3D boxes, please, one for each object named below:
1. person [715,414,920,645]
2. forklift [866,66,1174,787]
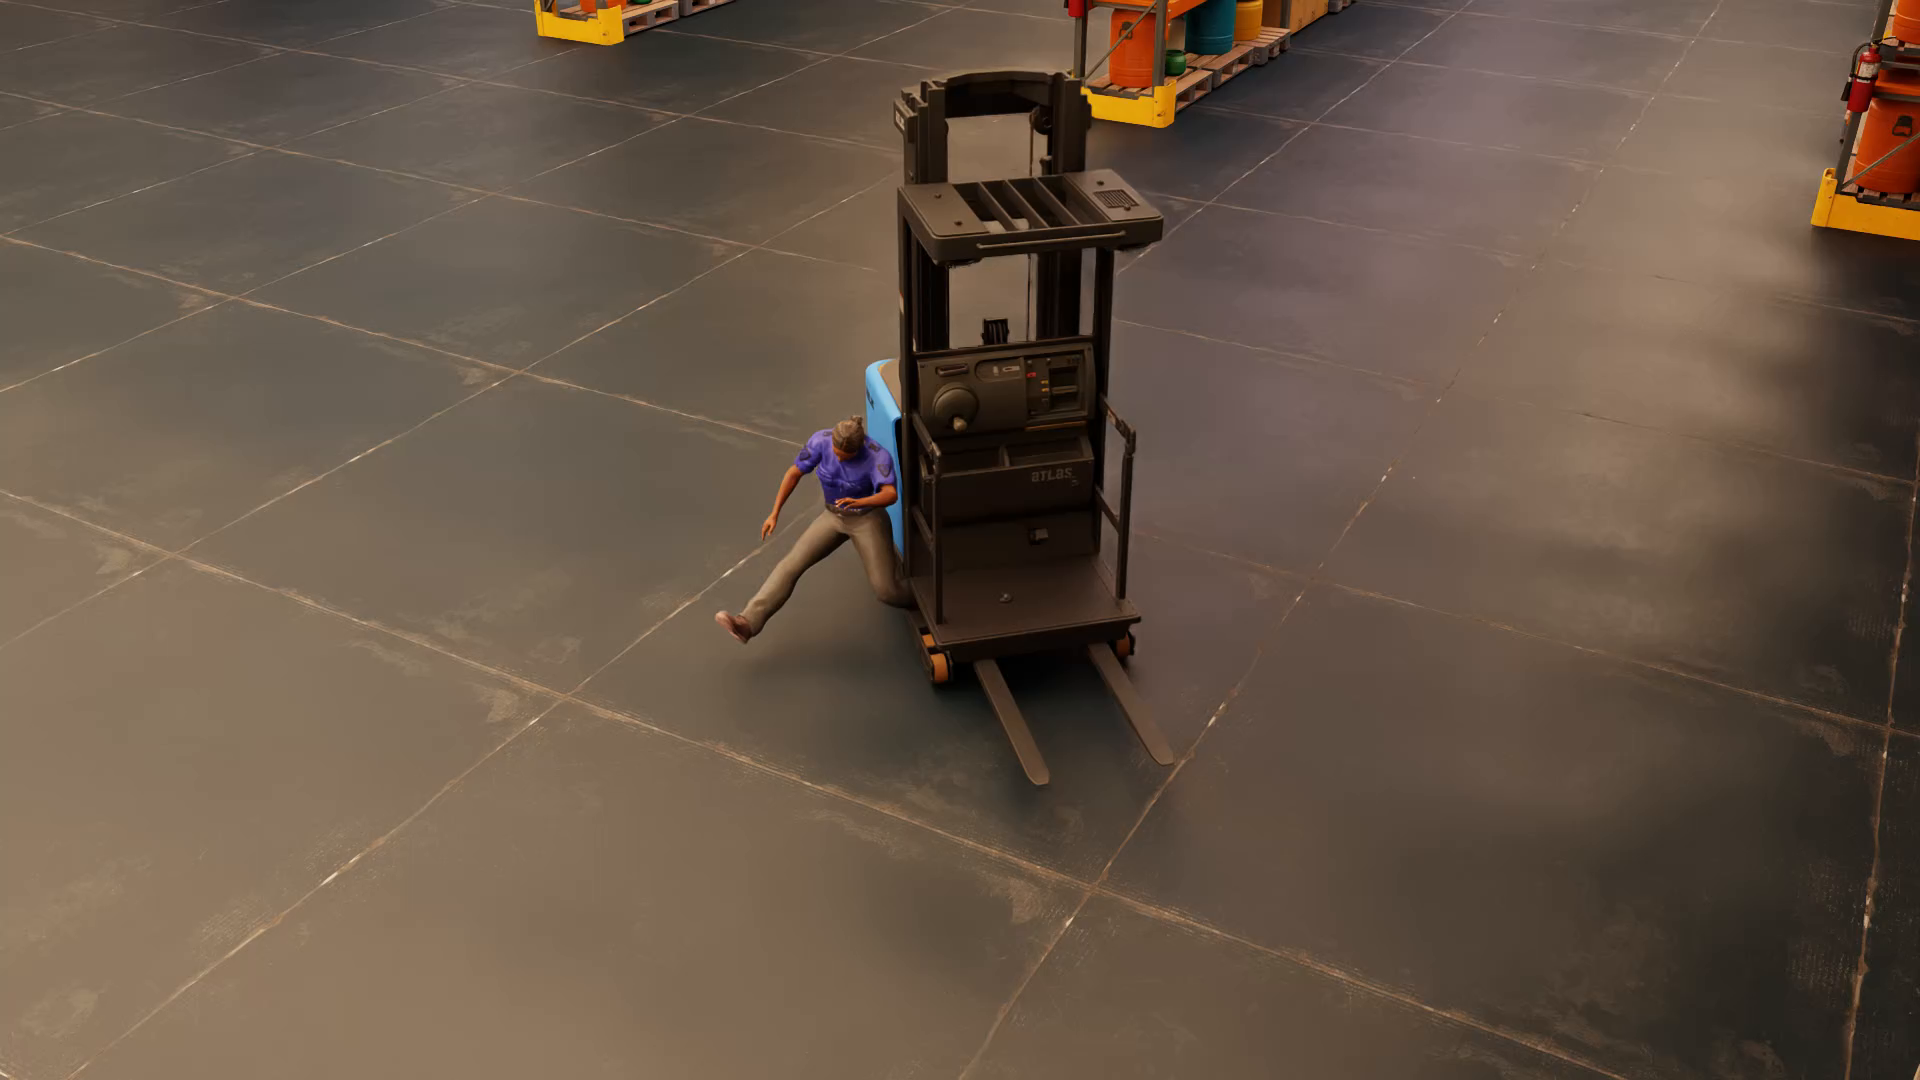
[{"bbox_3d":[-0.642,-0.004,8.683,0.925,1.296,1.053,15,33,24],"label":"person"},{"bbox_3d":[0.299,-0.726,8.329,1.130,2.935,3.031,-7,31,-12],"label":"forklift"}]
